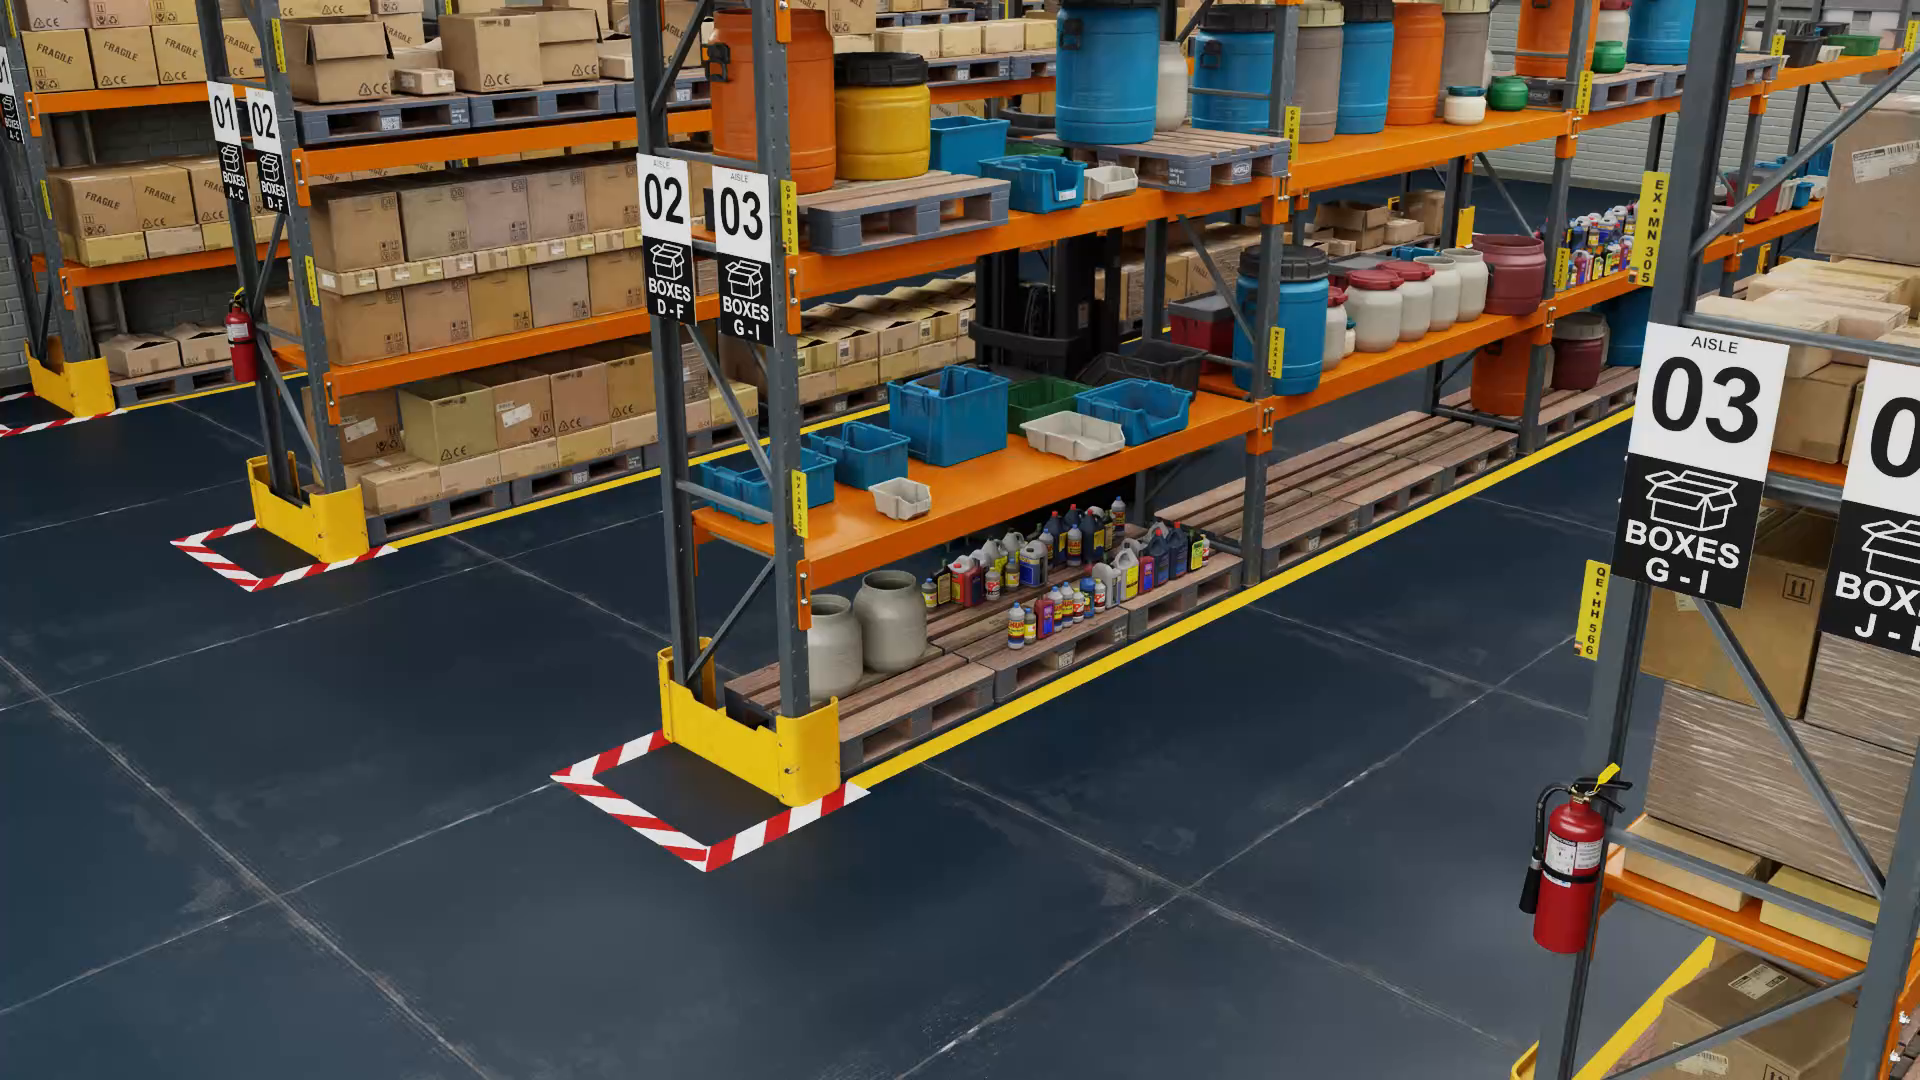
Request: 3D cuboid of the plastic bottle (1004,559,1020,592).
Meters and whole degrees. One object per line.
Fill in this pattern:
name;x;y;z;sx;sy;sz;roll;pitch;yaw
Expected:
plastic bottle;0.332;0.219;10.611;0.097;0.201;0.097;0;21;0

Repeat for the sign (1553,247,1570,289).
sign;4.823;-2.178;13.334;0.100;0.325;0.005;19;28;41

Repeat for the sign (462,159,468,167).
sign;-5.071;-3.960;16.989;0.100;0.325;0.005;19;28;41

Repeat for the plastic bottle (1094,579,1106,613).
plastic bottle;0.853;0.339;10.299;0.097;0.201;0.097;0;21;0

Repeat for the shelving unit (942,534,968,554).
shelving unit;-0.099;-0.374;11.794;0.258;0.900;0.210;17;27;37

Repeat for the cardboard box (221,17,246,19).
cardboard box;-7.062;-4.689;15.746;0.500;0.500;0.500;-18;27;-38

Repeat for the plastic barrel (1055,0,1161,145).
plastic barrel;0.862;-2.811;9.742;0.600;0.901;0.708;19;28;41

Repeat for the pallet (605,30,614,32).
pallet;-4.236;-5.401;18.027;1.213;0.211;1.003;19;28;41

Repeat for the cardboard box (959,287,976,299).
cardboard box;0.331;-2.322;16.399;0.500;0.311;0.500;19;28;40

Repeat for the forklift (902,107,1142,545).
forklift;0.883;-1.788;12.641;1.130;2.935;3.031;17;27;37

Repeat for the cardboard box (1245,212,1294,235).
cardboard box;3.862;-3.763;20.555;0.500;0.500;0.500;19;28;41

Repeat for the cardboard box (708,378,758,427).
cardboard box;-2.080;-1.189;14.235;0.500;0.250;0.500;19;28;41

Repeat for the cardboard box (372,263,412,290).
cardboard box;-4.093;-1.887;11.760;0.380;0.149;0.250;18;28;39

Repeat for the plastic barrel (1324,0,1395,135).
plastic barrel;2.745;-3.365;11.770;0.600;0.901;0.708;19;28;41

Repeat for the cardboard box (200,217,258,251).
cardboard box;-6.976;-2.913;15.654;0.500;0.250;0.500;19;28;40

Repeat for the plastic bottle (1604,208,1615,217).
plastic bottle;6.263;-3.066;16.049;0.097;0.271;0.097;0;21;0

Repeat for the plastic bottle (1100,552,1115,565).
plastic bottle;0.940;0.204;10.537;0.061;0.283;0.133;19;28;41

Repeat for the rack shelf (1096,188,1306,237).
rack shelf;2.273;-3.657;18.411;1.077;0.370;4.000;19;28;41

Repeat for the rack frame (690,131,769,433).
rack frame;-1.913;-2.451;14.269;1.000;3.000;0.127;19;28;41

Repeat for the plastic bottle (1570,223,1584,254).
plastic bottle;5.678;-2.776;15.295;0.097;0.271;0.097;0;21;0

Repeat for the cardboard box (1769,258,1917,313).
cardboard box;2.898;-0.814;5.483;0.380;0.149;0.250;19;28;41

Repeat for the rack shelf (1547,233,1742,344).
rack shelf;5.819;-2.416;15.183;1.077;0.370;4.000;19;28;41

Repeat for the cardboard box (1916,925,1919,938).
cardboard box;2.950;1.102;5.376;0.380;0.149;0.250;19;28;41

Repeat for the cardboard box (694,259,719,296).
cardboard box;-2.218;-2.382;13.951;0.700;0.500;0.500;18;28;39

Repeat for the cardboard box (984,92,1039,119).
cardboard box;0.506;-6.021;23.141;0.700;0.700;0.980;-20;28;-41

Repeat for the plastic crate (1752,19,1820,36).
plastic crate;8.742;-5.342;17.697;0.504;0.338;0.767;19;28;41

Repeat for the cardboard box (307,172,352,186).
cardboard box;-6.276;-3.523;16.196;0.500;0.500;0.500;18;28;39

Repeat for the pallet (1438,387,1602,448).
pallet;4.944;-1.150;14.771;1.003;0.211;1.213;19;28;41

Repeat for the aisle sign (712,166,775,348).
aisle sign;-0.997;-1.303;7.661;0.394;0.787;0.004;19;28;41

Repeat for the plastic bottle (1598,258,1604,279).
plastic bottle;5.474;-2.352;14.289;0.097;0.201;0.097;0;21;0

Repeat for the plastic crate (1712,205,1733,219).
plastic crate;7.641;-3.255;16.646;0.396;0.136;0.243;19;28;41

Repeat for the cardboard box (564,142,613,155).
cardboard box;-4.253;-4.383;18.544;0.500;0.500;0.700;-16;26;-35

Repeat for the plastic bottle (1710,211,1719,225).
plastic bottle;7.171;-3.026;15.940;0.152;0.276;0.135;19;28;41

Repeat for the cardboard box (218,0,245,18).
cardboard box;-7.053;-5.152;15.556;0.500;0.500;0.500;19;28;41

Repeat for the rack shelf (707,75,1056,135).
rack shelf;-0.518;-4.029;15.198;1.077;0.370;4.000;19;28;41

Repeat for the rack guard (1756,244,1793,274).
rack guard;10.012;-3.137;19.540;1.175;0.500;0.348;19;28;41

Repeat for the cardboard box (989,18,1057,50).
cardboard box;0.601;-4.874;16.018;0.500;0.250;0.500;17;27;37

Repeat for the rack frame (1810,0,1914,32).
rack frame;10.005;-7.095;17.991;1.000;3.000;0.127;19;28;41

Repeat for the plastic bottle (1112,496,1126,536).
plastic bottle;1.097;-0.170;11.524;0.097;0.271;0.097;0;21;0

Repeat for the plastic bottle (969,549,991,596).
plastic bottle;0.102;0.209;10.533;0.152;0.276;0.135;18;28;39

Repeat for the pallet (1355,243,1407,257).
pallet;4.999;-3.697;21.398;1.003;0.211;1.213;19;28;41

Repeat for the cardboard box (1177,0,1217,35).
cardboard box;2.335;-5.742;17.788;0.600;0.600;0.600;18;27;39

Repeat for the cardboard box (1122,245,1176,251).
cardboard box;2.085;-3.086;18.793;0.500;0.500;0.500;18;27;39

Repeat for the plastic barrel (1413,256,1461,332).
plastic barrel;3.565;-1.864;12.588;0.421;0.512;0.421;0;21;0

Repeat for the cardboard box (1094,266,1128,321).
cardboard box;1.400;-2.563;17.432;0.500;0.500;0.500;-19;28;-40

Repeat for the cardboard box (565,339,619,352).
cardboard box;-3.158;-1.415;13.778;0.500;0.500;0.500;19;28;41

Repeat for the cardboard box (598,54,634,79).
cardboard box;-2.559;-3.616;12.691;0.380;0.149;0.250;19;28;41

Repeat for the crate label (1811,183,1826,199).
crate label;9.176;-3.796;18.054;0.396;0.136;0.243;19;28;41

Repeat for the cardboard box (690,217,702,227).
cardboard box;-2.304;-2.546;13.473;0.380;0.149;0.250;18;28;39

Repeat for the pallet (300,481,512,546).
pallet;-4.200;-0.328;12.633;1.003;0.211;1.213;19;28;41

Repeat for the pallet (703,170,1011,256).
pallet;-0.510;-1.682;8.352;1.003;0.211;1.213;19;28;41

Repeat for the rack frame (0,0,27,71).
rack frame;-8.255;-5.462;13.741;1.000;3.000;0.127;19;28;41

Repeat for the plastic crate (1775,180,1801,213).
plastic crate;8.412;-3.585;17.303;0.437;0.282;0.530;19;28;41

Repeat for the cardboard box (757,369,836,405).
cardboard box;-1.454;-1.405;14.796;0.500;0.250;0.500;18;28;39

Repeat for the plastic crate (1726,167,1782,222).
plastic crate;8.017;-3.491;16.803;0.402;0.464;0.583;19;28;41
